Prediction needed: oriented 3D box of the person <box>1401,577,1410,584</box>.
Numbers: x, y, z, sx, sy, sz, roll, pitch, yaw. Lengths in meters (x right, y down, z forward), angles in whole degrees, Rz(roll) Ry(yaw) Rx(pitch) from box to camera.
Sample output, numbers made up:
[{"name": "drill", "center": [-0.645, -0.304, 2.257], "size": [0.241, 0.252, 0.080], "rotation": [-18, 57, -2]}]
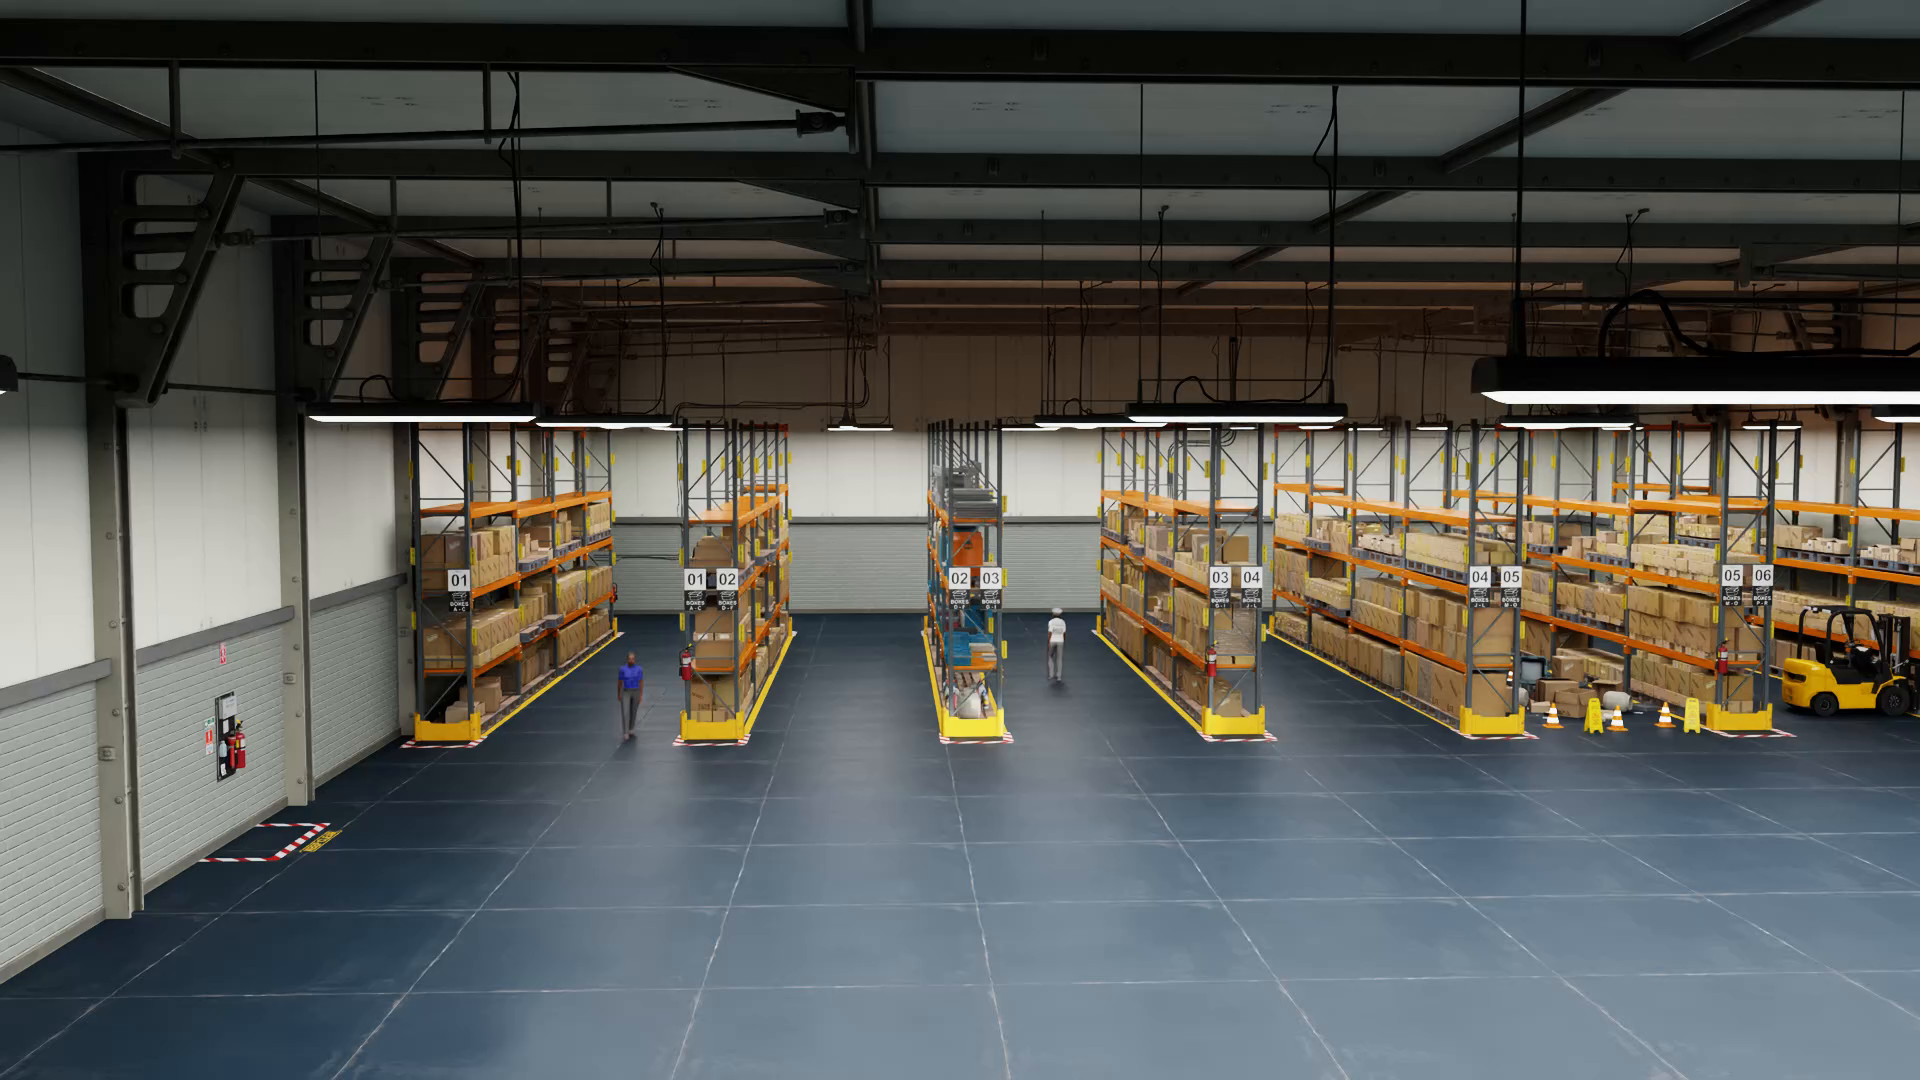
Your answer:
[{"name": "person", "center": [13.163, 1.726, 49.091], "size": [0.628, 1.669, 0.492], "rotation": [0, 4, -4]}]

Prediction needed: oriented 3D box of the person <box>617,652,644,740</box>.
[{"name": "person", "center": [-6.169, 2.901, 31.131], "size": [0.500, 1.607, 0.961], "rotation": [-2, 4, -24]}]

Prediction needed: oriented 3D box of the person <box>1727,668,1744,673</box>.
[{"name": "person", "center": [16.906, 2.602, 36.154], "size": [0.457, 1.715, 0.593], "rotation": [0, 4, -7]}]

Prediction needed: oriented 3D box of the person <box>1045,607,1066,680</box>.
[{"name": "person", "center": [2.238, 2.441, 38.568], "size": [0.462, 1.739, 0.595], "rotation": [-1, 4, -9]}]
